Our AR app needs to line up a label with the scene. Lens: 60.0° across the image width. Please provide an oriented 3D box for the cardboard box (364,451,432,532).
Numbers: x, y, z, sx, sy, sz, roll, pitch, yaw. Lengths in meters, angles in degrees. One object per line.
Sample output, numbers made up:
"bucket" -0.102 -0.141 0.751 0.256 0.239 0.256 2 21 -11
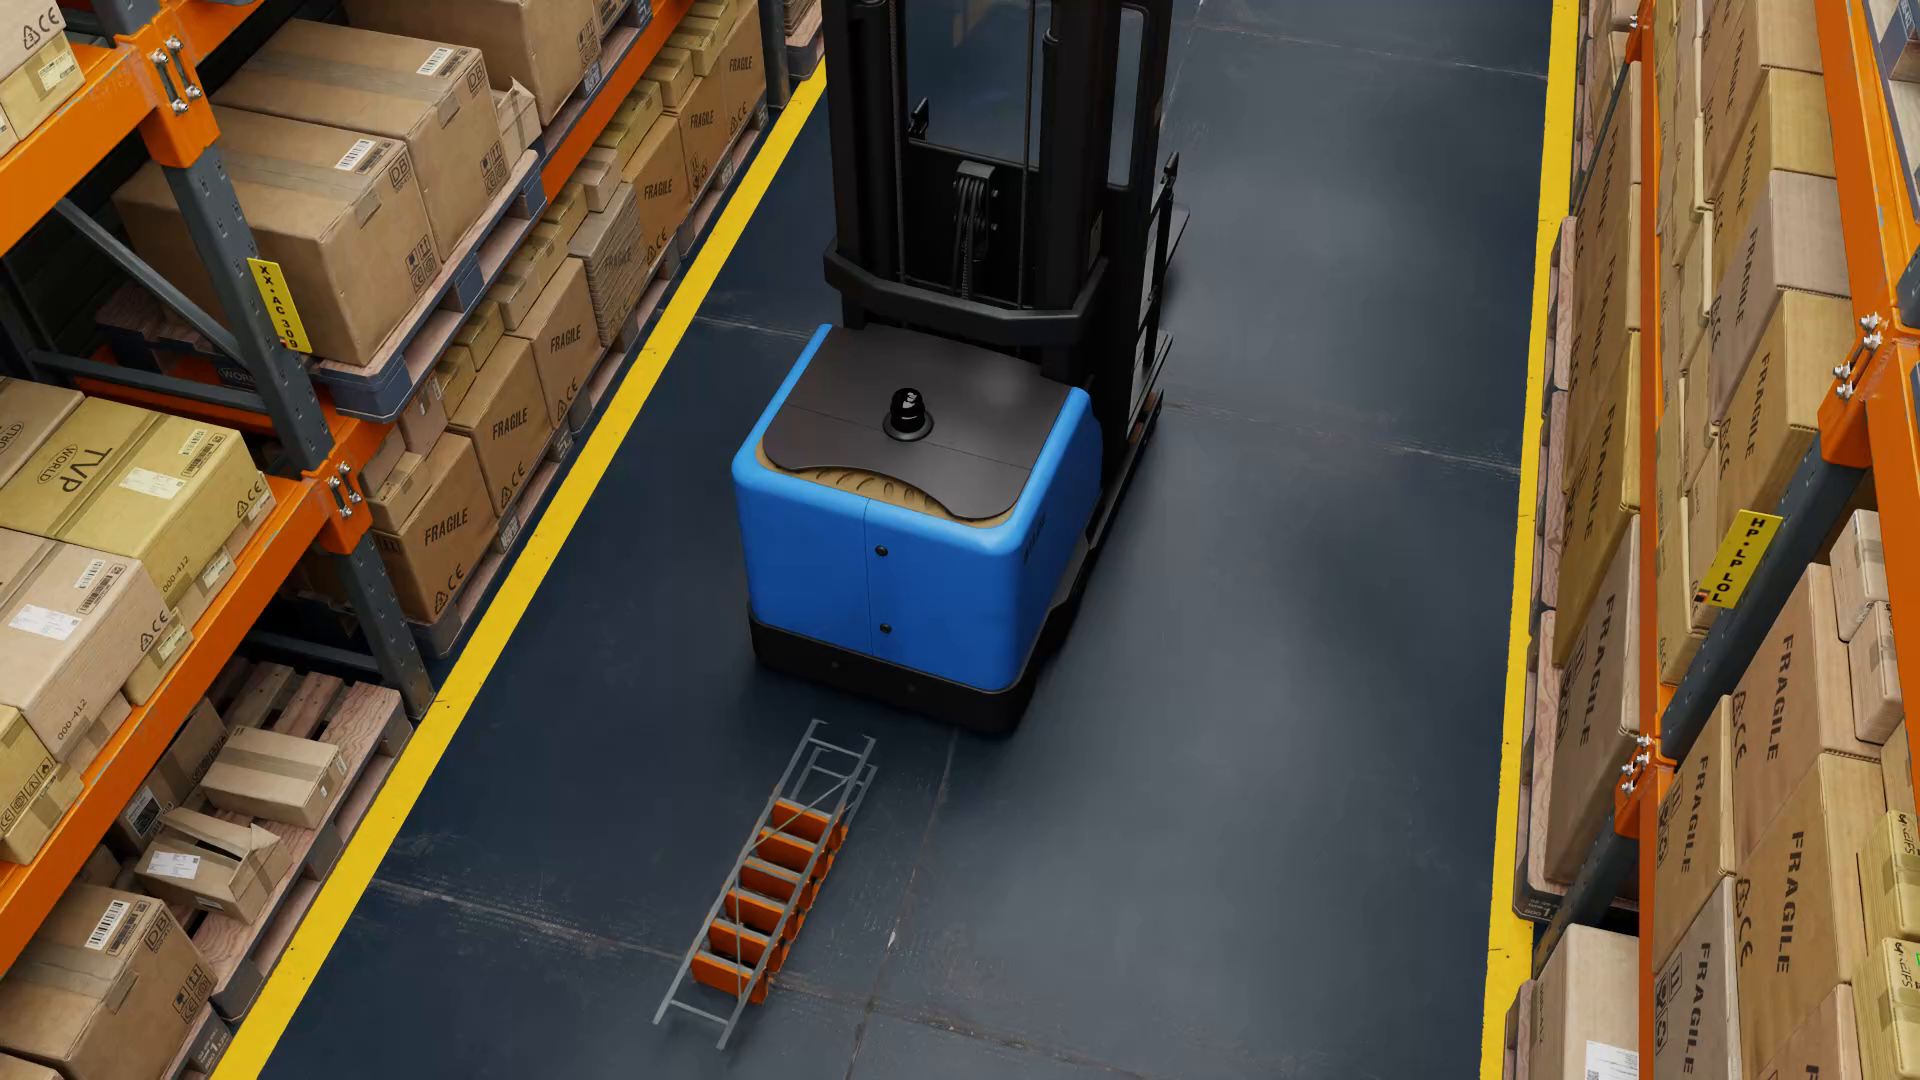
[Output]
"cardboard box" -2.085 -0.204 5.803 0.380 0.149 0.250 14 50 12

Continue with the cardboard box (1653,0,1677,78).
"cardboard box" 3.034 -2.033 6.563 0.500 0.250 0.500 11 49 9

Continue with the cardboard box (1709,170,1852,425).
"cardboard box" 2.358 -0.606 4.470 0.500 0.500 0.500 12 50 11

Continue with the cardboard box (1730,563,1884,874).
"cardboard box" 1.994 0.439 3.547 0.500 0.500 0.500 12 50 10

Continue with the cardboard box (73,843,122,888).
"cardboard box" -2.952 1.079 5.338 0.380 0.149 0.250 11 49 10

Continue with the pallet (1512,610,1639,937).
"pallet" 2.484 0.856 5.773 1.003 0.211 1.213 12 50 10

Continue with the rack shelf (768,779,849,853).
"rack shelf" -0.518 0.945 5.695 0.258 0.180 0.103 17 52 13

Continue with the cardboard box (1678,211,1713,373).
"cardboard box" 2.490 -0.715 5.066 0.500 0.250 0.500 13 50 11

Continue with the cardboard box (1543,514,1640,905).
"cardboard box" 2.439 0.606 5.270 0.875 0.875 0.875 13 50 11

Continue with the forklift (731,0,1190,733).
"forklift" 0.220 -1.407 5.956 1.130 2.935 3.031 16 50 13

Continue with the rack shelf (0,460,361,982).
"rack shelf" -2.963 1.214 4.077 1.077 0.370 4.000 12 50 10

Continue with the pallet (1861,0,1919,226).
"pallet" 2.547 -1.096 3.762 0.805 0.209 1.217 10 49 9

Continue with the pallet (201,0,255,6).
"pallet" -2.197 -1.859 4.433 1.213 0.211 1.003 12 50 10

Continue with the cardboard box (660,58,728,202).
"cardboard box" -1.429 -1.967 7.792 0.500 0.500 0.500 11 49 9

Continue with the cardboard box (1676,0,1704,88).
"cardboard box" 2.897 -1.811 6.034 0.500 0.250 0.500 13 50 11

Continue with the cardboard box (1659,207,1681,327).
"cardboard box" 2.646 -0.922 5.582 0.500 0.250 0.500 12 50 10

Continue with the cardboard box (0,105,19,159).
"cardboard box" -2.314 -0.885 3.616 0.380 0.149 0.250 11 50 10

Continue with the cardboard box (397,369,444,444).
"cardboard box" -2.063 -0.500 5.865 0.380 0.149 0.250 9 49 8

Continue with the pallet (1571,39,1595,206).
"pallet" 3.613 -2.029 8.319 1.003 0.211 1.213 12 50 10

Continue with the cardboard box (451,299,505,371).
"cardboard box" -1.971 -0.808 6.336 0.380 0.149 0.250 11 49 9

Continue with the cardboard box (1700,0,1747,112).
"cardboard box" 2.768 -1.711 5.444 0.500 0.500 0.500 13 50 11

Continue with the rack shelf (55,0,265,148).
"rack shelf" -1.910 -2.672 5.505 1.077 0.370 4.000 12 50 10

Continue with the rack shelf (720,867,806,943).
"rack shelf" -0.648 1.203 5.481 0.258 0.180 0.103 17 52 13

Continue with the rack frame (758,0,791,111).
"rack frame" -1.384 -3.364 7.637 1.000 3.000 0.127 12 50 10

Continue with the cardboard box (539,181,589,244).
"cardboard box" -1.759 -1.362 6.825 0.380 0.149 0.250 12 50 10

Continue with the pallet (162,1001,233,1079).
"pallet" -2.937 1.834 4.910 1.003 0.211 1.213 12 50 10

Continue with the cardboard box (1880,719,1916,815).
"cardboard box" 1.941 0.487 3.073 0.380 0.149 0.250 11 49 10

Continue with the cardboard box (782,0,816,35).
"cardboard box" -1.206 -3.166 8.766 0.875 0.625 0.625 13 50 11

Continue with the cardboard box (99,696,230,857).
"cardboard box" -2.838 0.711 5.554 0.500 0.311 0.500 13 50 11

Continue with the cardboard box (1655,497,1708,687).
"cardboard box" 2.228 0.182 4.608 0.500 0.250 0.500 10 49 9

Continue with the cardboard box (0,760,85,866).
"cardboard box" -2.505 0.653 4.259 0.380 0.149 0.250 11 49 9

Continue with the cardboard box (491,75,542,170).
"cardboard box" -1.701 -1.494 5.797 0.396 0.266 0.258 14 50 12

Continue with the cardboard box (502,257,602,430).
"cardboard box" -1.826 -0.835 6.792 0.500 0.500 0.500 10 49 9

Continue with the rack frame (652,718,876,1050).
"rack frame" -0.620 1.091 5.455 0.240 0.006 1.200 17 52 13

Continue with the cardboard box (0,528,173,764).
"cardboard box" -2.453 0.262 4.338 0.500 0.250 0.500 12 50 10

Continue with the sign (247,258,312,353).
"sign" -1.911 -0.656 4.669 0.100 0.325 0.005 12 50 10

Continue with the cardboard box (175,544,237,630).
"cardboard box" -2.324 0.086 4.760 0.380 0.149 0.250 13 50 11

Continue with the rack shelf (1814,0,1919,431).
"rack shelf" 2.880 -1.695 4.643 1.077 0.370 4.000 12 50 10

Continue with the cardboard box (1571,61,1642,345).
"cardboard box" 3.144 -1.340 6.988 0.875 0.875 0.875 11 50 10

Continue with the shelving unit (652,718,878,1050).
"shelving unit" -0.621 1.149 5.526 0.258 0.189 1.200 17 52 13

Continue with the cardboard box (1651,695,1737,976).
"cardboard box" 1.977 0.761 3.930 0.500 0.500 0.500 13 50 11

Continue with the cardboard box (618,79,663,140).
"cardboard box" -1.536 -1.916 7.314 0.380 0.149 0.250 13 50 11

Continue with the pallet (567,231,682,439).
"pallet" -1.940 -1.029 7.436 1.003 0.211 1.213 12 50 10

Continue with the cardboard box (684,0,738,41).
"cardboard box" -1.269 -2.483 7.814 0.380 0.149 0.250 9 49 8
